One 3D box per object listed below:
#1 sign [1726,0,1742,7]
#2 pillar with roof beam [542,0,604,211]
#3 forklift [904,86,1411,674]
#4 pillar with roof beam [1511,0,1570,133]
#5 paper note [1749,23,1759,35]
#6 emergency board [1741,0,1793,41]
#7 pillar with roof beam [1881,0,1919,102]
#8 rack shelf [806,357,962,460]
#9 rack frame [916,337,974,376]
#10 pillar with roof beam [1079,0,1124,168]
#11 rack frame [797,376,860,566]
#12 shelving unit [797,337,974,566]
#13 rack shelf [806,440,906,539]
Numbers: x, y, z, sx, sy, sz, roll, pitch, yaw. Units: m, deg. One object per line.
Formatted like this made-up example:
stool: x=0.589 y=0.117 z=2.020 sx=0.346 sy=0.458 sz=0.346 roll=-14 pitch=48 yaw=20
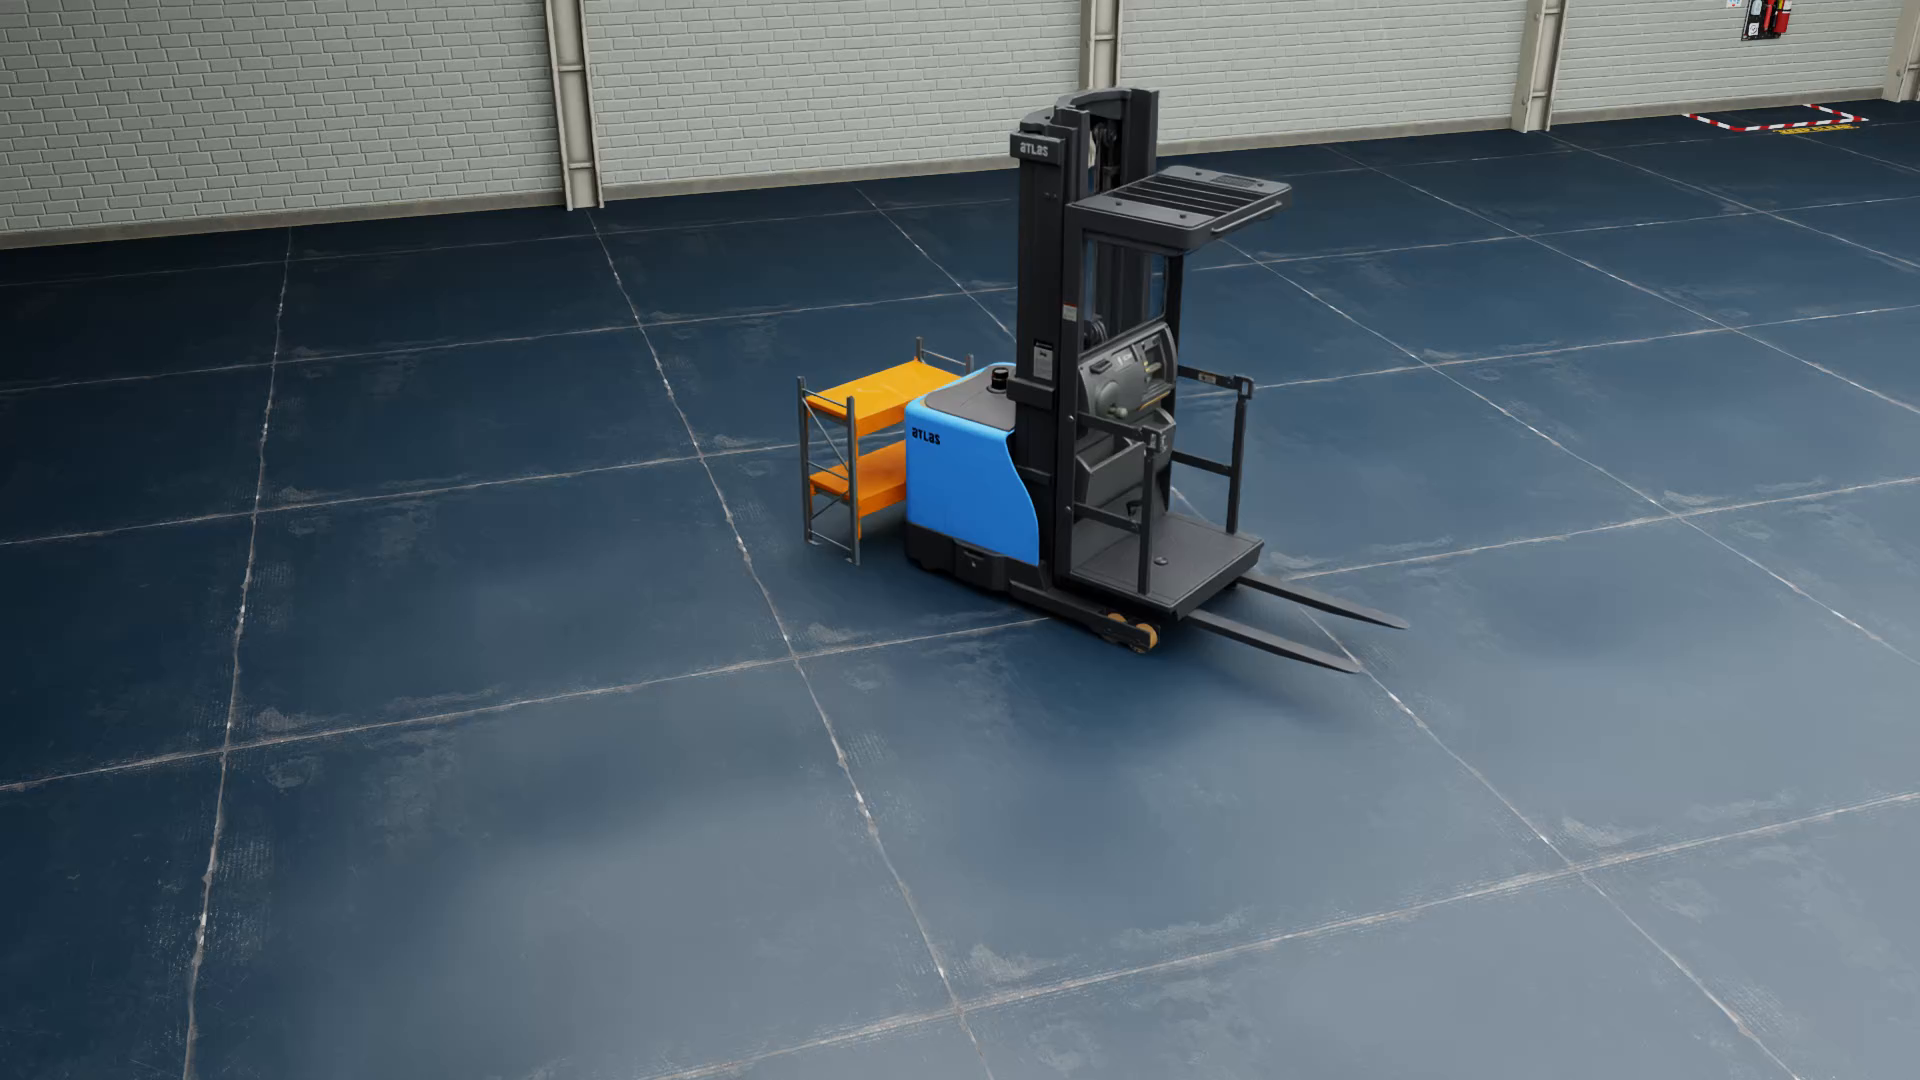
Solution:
sign: x=10.112 y=-7.117 z=21.672 sx=0.234 sy=0.329 sz=0.001 roll=-8 pitch=28 yaw=-16
pillar with roof beam: x=-2.751 y=-5.846 z=12.405 sx=0.400 sy=9.000 sz=9.100 roll=-8 pitch=28 yaw=-16
forklift: x=1.124 y=-0.937 z=9.342 sx=3.031 sy=2.935 sz=1.130 roll=19 pitch=32 yaw=34
pillar with roof beam: x=8.659 y=-7.498 z=15.734 sx=0.400 sy=9.000 sz=9.100 roll=-8 pitch=28 yaw=-16
paper note: x=10.480 y=-6.744 z=21.951 sx=0.142 sy=0.148 sz=0.016 roll=-8 pitch=28 yaw=-16
emergency board: x=10.669 y=-7.133 z=21.745 sx=0.643 sy=1.169 sz=0.194 roll=-8 pitch=28 yaw=-16
pillar with roof beam: x=14.364 y=-8.324 z=17.398 sx=0.400 sy=9.000 sz=9.100 roll=-8 pitch=28 yaw=-16
rack shelf: x=-0.459 y=-0.848 z=10.534 sx=0.538 sy=0.278 sz=1.000 roll=24 pitch=35 yaw=39
rack frame: x=-0.101 y=-0.746 z=10.987 sx=0.500 sy=1.125 sz=0.032 roll=24 pitch=35 yaw=39
pillar with roof beam: x=2.954 y=-6.672 z=14.069 sx=0.400 sy=9.000 sz=9.100 roll=-8 pitch=28 yaw=-16
rack frame: x=-0.818 y=-0.425 z=10.342 sx=0.500 sy=1.125 sz=0.032 roll=24 pitch=35 yaw=39
shelving unit: x=-0.459 y=-0.586 z=10.664 sx=0.538 sy=1.125 sz=1.048 roll=24 pitch=35 yaw=39
rack shelf: x=-0.459 y=-0.367 z=10.773 sx=0.538 sy=0.278 sz=1.000 roll=24 pitch=35 yaw=39
